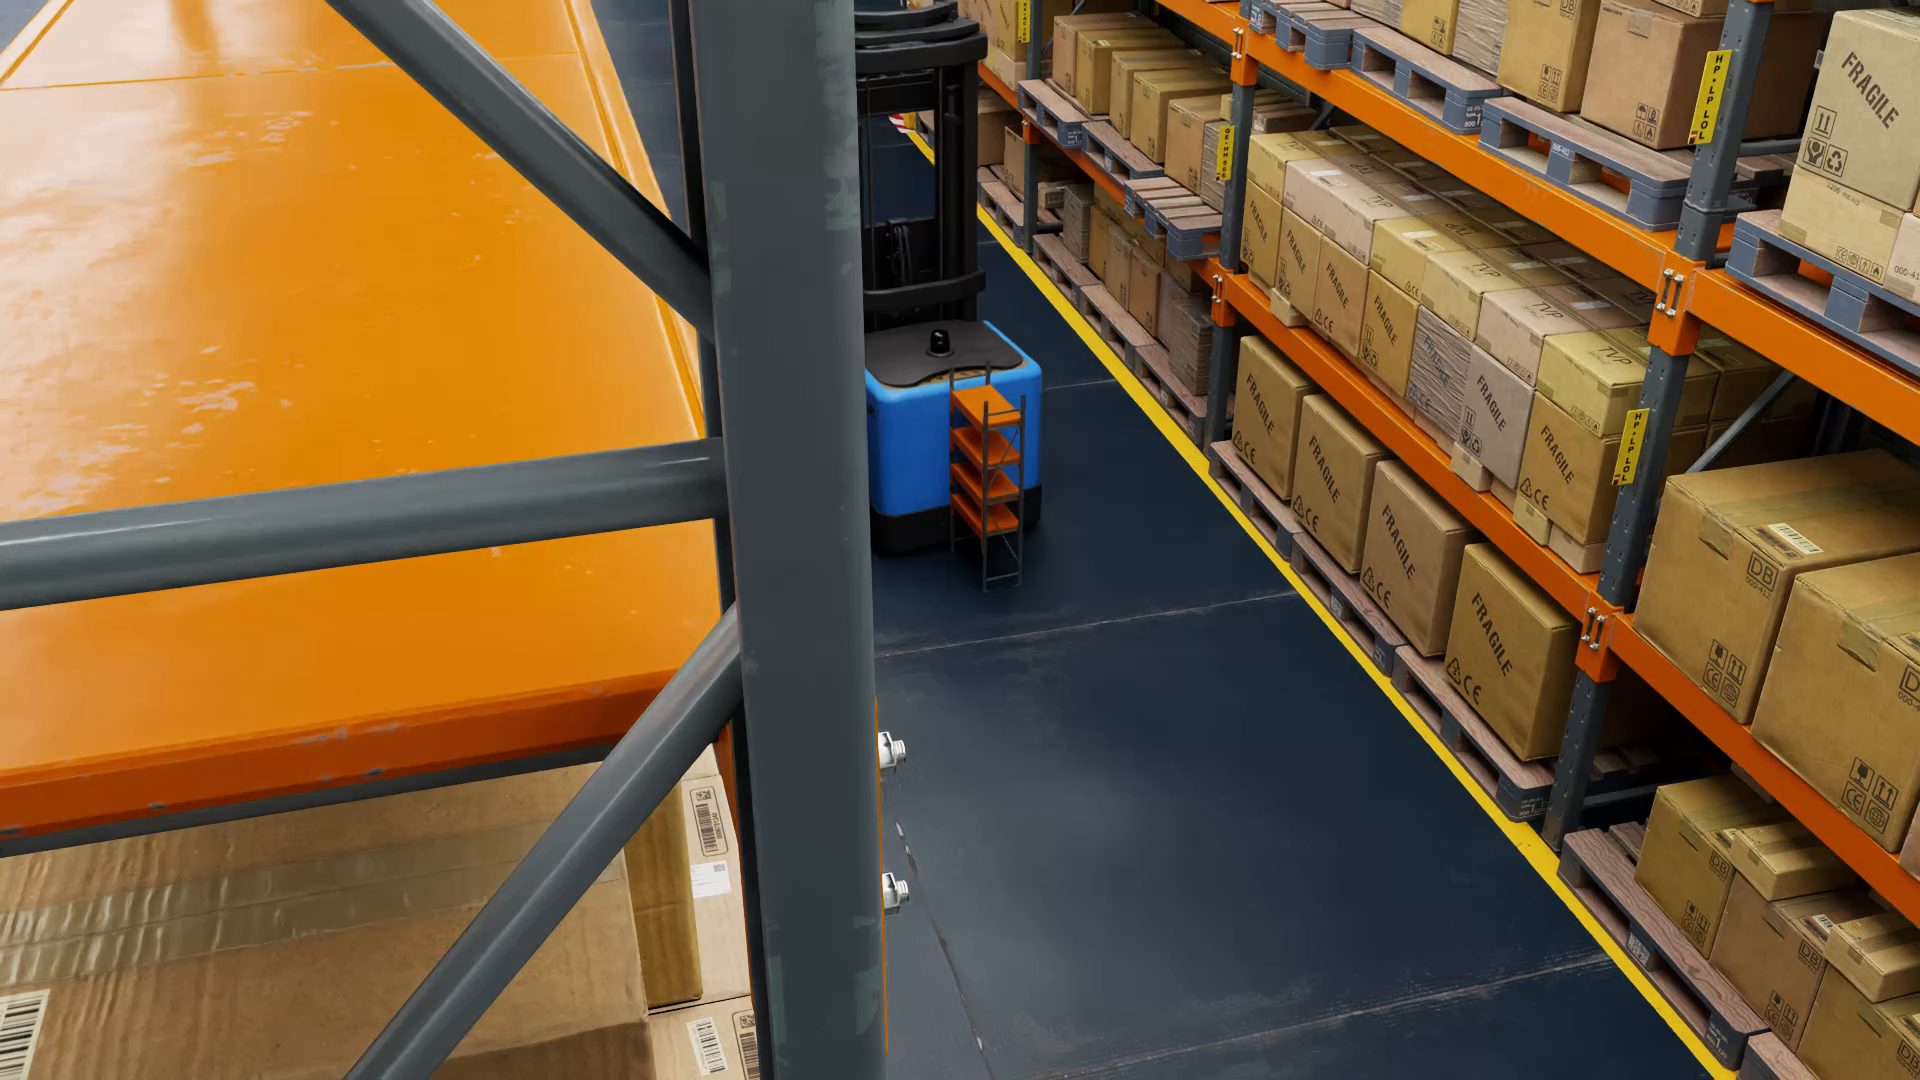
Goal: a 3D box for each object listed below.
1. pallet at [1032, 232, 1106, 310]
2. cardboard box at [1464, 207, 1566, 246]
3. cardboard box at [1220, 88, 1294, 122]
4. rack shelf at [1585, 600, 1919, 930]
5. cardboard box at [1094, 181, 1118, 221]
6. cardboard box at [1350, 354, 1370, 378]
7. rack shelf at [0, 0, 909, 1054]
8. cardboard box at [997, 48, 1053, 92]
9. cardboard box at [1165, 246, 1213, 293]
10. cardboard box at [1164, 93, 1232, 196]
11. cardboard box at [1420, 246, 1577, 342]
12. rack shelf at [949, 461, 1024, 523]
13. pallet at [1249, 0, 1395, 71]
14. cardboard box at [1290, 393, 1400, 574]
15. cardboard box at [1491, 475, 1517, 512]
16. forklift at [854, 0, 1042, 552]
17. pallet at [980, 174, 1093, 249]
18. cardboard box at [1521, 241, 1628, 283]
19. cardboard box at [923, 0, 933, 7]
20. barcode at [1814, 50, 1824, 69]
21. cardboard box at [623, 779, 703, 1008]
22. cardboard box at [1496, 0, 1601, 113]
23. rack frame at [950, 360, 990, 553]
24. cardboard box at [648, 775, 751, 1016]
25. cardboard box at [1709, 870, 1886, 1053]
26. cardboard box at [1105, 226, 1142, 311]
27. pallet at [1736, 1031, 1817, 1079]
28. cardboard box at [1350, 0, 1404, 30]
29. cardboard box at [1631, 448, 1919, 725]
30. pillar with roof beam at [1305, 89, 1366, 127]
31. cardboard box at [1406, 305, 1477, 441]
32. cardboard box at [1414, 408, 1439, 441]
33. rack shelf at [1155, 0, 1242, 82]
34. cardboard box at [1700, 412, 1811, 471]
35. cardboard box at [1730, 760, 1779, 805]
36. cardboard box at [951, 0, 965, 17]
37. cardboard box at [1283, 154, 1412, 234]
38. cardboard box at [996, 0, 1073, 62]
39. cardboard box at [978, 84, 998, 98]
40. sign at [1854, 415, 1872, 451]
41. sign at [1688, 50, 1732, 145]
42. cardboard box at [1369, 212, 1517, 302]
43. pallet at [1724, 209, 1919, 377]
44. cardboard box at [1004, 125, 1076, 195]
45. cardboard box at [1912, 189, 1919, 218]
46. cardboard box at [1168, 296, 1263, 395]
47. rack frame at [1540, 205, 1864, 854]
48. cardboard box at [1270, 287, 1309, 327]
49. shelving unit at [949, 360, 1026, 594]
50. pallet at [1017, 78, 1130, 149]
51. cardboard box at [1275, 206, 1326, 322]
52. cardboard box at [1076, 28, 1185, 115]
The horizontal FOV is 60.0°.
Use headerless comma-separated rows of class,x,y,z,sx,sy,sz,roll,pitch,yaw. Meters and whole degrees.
pallet,1.245,-2.255,13.666,1.003,0.211,1.213,-8,31,-13
cardboard box,2.872,-1.482,8.382,0.500,0.250,0.500,-9,31,-14
cardboard box,1.878,-2.736,10.528,0.380,0.149,0.250,-13,33,-22
rack shelf,3.691,1.303,5.453,1.077,0.370,4.000,-8,31,-13
cardboard box,1.369,-2.705,12.968,0.500,0.250,0.500,-8,31,-14
cardboard box,2.331,-0.998,8.942,0.380,0.149,0.250,-7,31,-13
rack shelf,-1.084,-0.631,2.810,1.077,0.370,4.000,-8,31,-13
cardboard box,0.619,-3.970,13.975,0.500,0.250,0.500,-8,31,-13
cardboard box,1.766,-1.963,11.686,0.500,0.250,0.500,-7,31,-12
cardboard box,1.790,-2.631,10.994,0.700,0.500,0.500,-11,32,-18
cardboard box,2.528,-1.165,7.835,0.500,0.250,0.500,-7,31,-12
rack shelf,0.147,-0.294,9.426,0.258,0.148,0.480,-11,32,-19
pallet,2.321,-2.818,9.050,1.213,0.211,1.003,-6,31,-11
cardboard box,2.394,-0.361,9.337,0.750,0.750,0.750,-8,31,-14
cardboard box,2.683,-0.249,7.648,0.380,0.149,0.250,-7,31,-12
forklift,-0.557,-1.919,10.370,1.130,2.935,3.031,-12,32,-20
pallet,0.825,-2.951,14.868,1.003,0.211,1.213,-8,31,-13
cardboard box,3.006,-1.229,7.945,0.500,0.250,0.500,-9,31,-15
cardboard box,-0.050,-5.187,16.077,0.500,0.250,0.500,-9,31,-15
barcode,3.340,-1.860,6.447,0.001,0.075,0.075,-5,30,-9
cardboard box,-0.756,0.346,2.298,0.700,0.500,0.500,-8,31,-13
cardboard box,2.822,-2.206,7.264,0.700,0.500,0.500,-8,31,-14
rack frame,0.056,-0.466,9.588,0.240,1.200,0.015,-11,32,-19
cardboard box,-0.564,0.644,2.531,0.500,0.250,0.500,-8,31,-13
cardboard box,3.390,1.544,6.395,0.700,0.500,0.500,-8,31,-14
cardboard box,1.530,-2.098,12.668,0.700,0.500,0.500,-8,31,-13
pallet,3.614,2.201,5.968,1.003,0.211,1.213,-8,31,-13
cardboard box,2.474,-2.962,8.571,0.700,0.500,0.500,-10,31,-16
cardboard box,3.289,0.160,6.410,0.980,0.700,0.700,-7,31,-13
pillar with roof beam,-1.563,-4.673,9.071,9.100,9.000,0.400,-8,31,-13
cardboard box,2.525,-0.833,8.009,0.500,0.500,0.500,-8,31,-13
cardboard box,2.503,-0.619,8.287,0.380,0.149,0.250,-9,31,-15
rack shelf,1.568,-3.859,11.377,1.077,0.370,4.000,-8,31,-13
cardboard box,3.281,-0.410,7.279,0.500,0.500,0.500,-9,31,-15
cardboard box,3.413,0.924,6.819,0.380,0.149,0.250,-8,31,-14
cardboard box,0.213,-5.029,15.057,0.500,0.500,0.500,-7,31,-12
cardboard box,2.114,-1.898,9.101,0.500,0.250,0.500,-8,31,-14
cardboard box,0.613,-4.293,13.785,0.500,0.500,0.500,-8,31,-13
cardboard box,0.072,-4.450,16.920,0.500,0.311,0.500,-11,32,-19
sign,3.695,-0.457,6.834,0.100,0.325,0.005,-8,31,-13
sign,2.640,-1.555,5.849,0.100,0.325,0.005,-8,31,-13
cardboard box,2.392,-1.411,8.260,0.500,0.250,0.500,-8,31,-14
pallet,3.367,-0.837,5.527,1.003,0.211,1.213,-8,31,-13
cardboard box,0.723,-3.442,14.990,0.500,0.500,0.500,-10,32,-17
cardboard box,3.222,-1.128,4.823,0.500,0.500,0.500,-8,31,-14
cardboard box,1.857,-1.355,11.384,0.700,0.500,0.500,-7,31,-13
rack frame,3.160,0.026,6.942,1.000,3.000,0.127,-8,31,-13
cardboard box,2.010,-1.353,9.556,0.380,0.149,0.250,-7,31,-12
shelving unit,0.147,-0.352,9.392,0.258,1.200,0.503,-11,32,-19
pallet,1.100,-3.366,12.994,1.003,0.211,1.213,-8,31,-13
cardboard box,2.111,-1.564,9.272,0.500,0.500,0.500,-7,31,-12
cardboard box,1.281,-3.550,12.581,0.700,0.500,0.500,-5,30,-8
